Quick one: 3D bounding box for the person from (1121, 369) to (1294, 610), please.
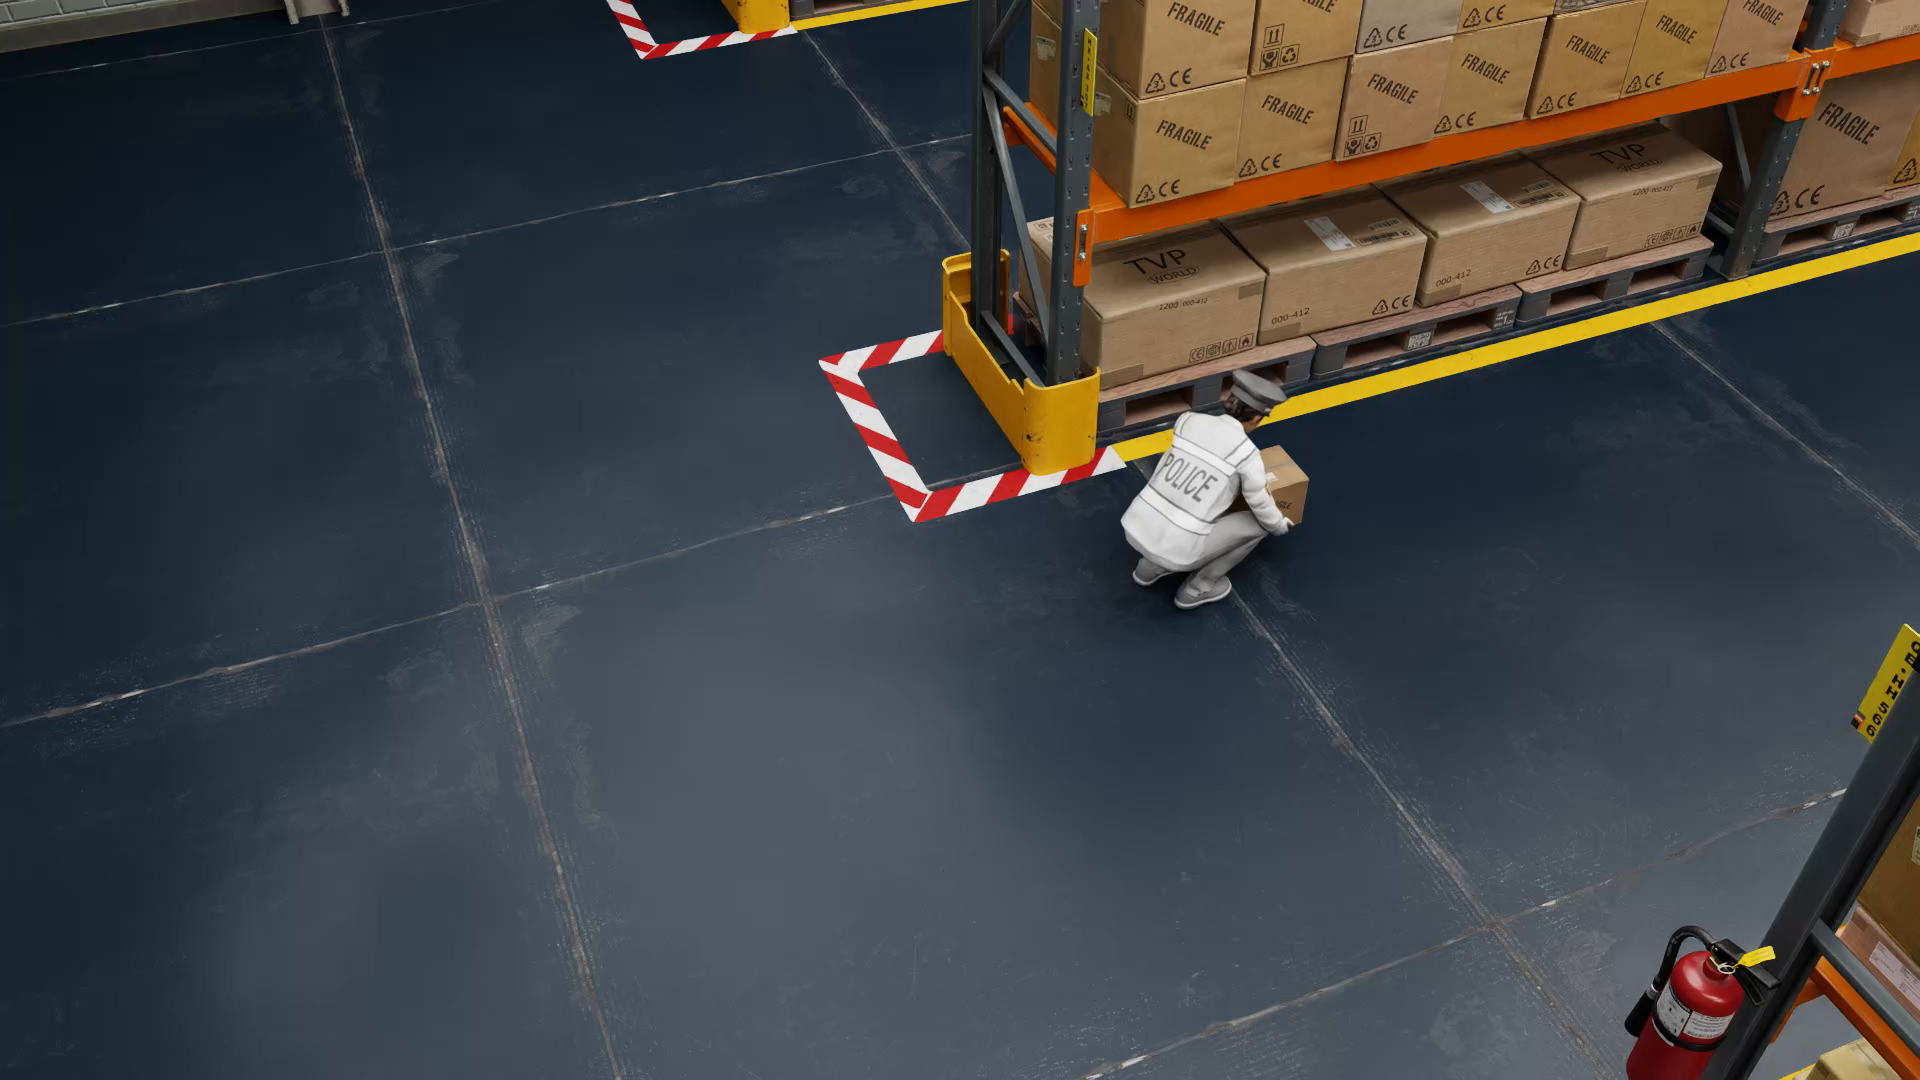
[{"bbox_3d":[1.064,-0.195,6.916,0.837,0.959,0.515,-25,48,-25],"label":"person"}]
